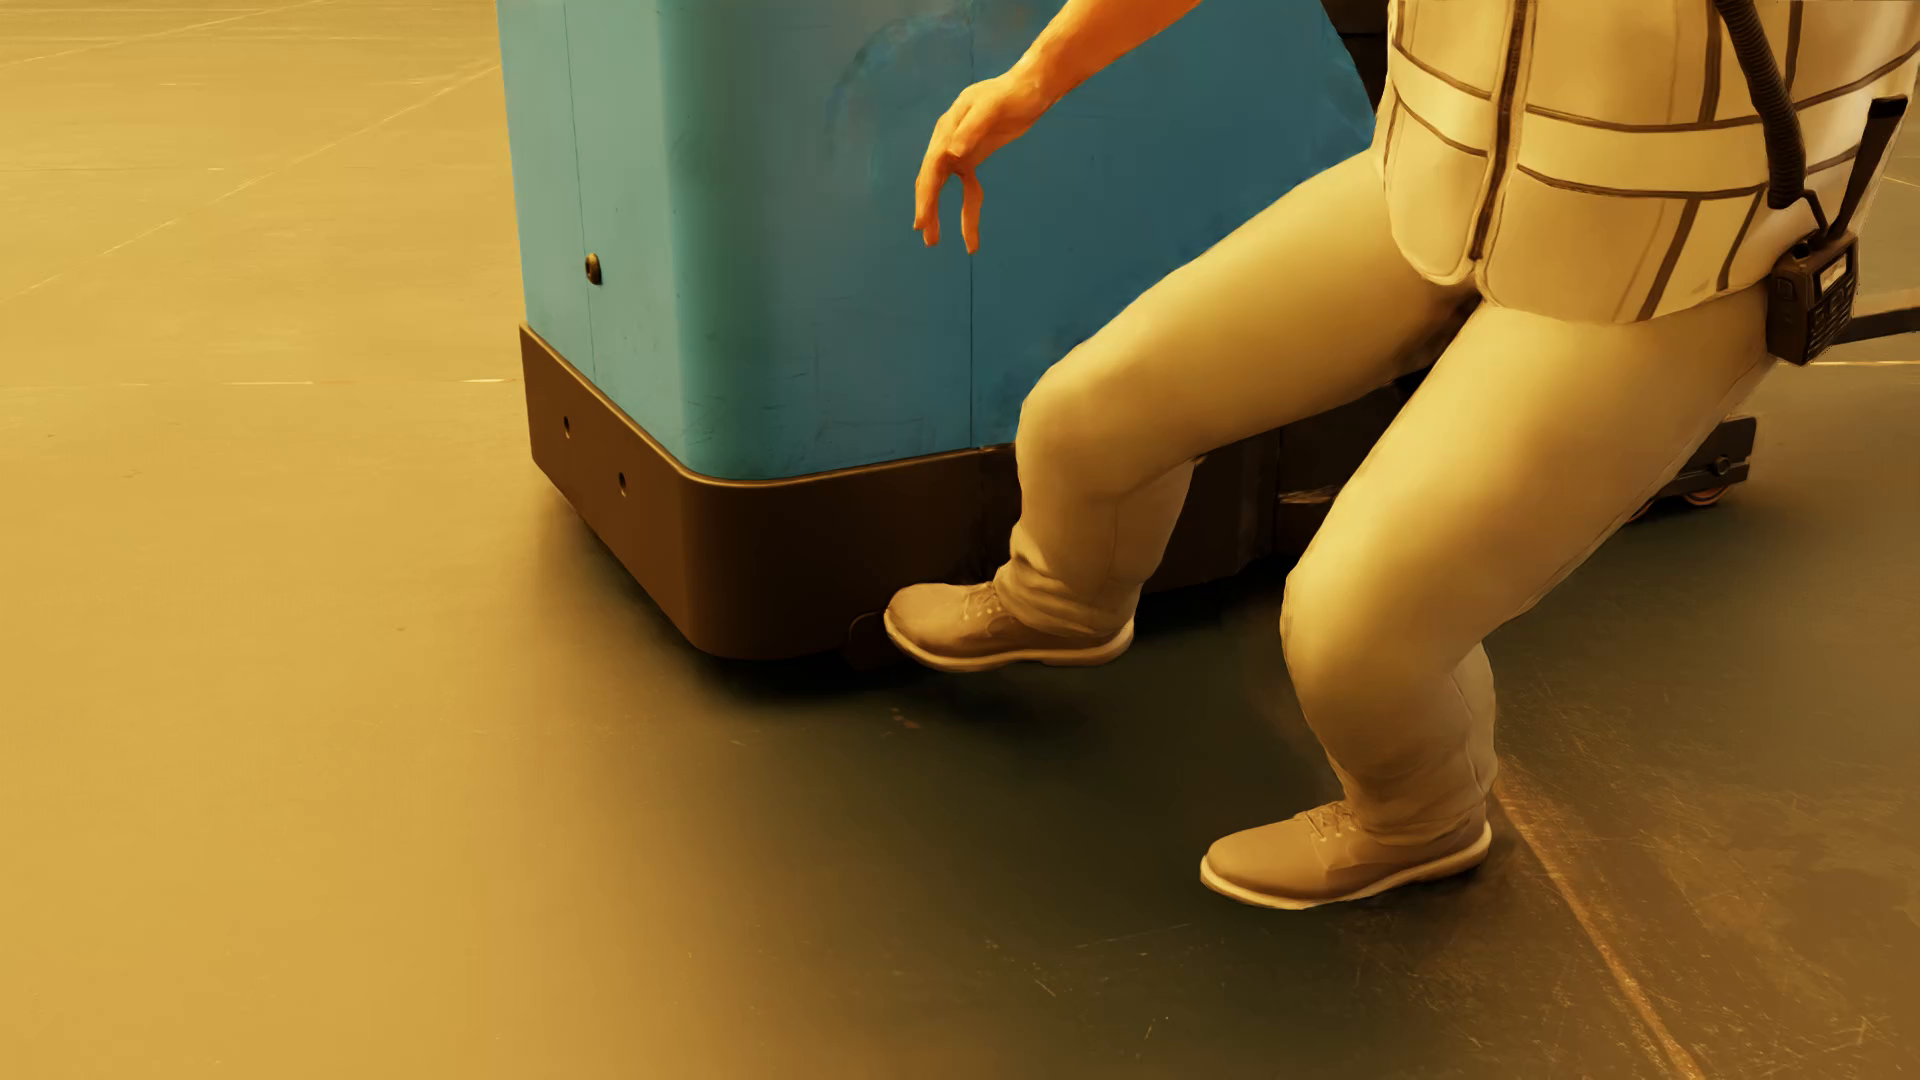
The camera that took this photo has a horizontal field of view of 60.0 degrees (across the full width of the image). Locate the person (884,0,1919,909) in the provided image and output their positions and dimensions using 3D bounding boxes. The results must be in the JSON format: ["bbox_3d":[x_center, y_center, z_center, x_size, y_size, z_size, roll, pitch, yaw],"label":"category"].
[{"bbox_3d":[0.267,-0.279,1.438,0.941,1.511,1.293,-18,28,-38],"label":"person"}]

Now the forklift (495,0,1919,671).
[{"bbox_3d":[0.799,-1.551,2.677,3.031,2.935,1.130,-11,24,-25],"label":"forklift"}]
